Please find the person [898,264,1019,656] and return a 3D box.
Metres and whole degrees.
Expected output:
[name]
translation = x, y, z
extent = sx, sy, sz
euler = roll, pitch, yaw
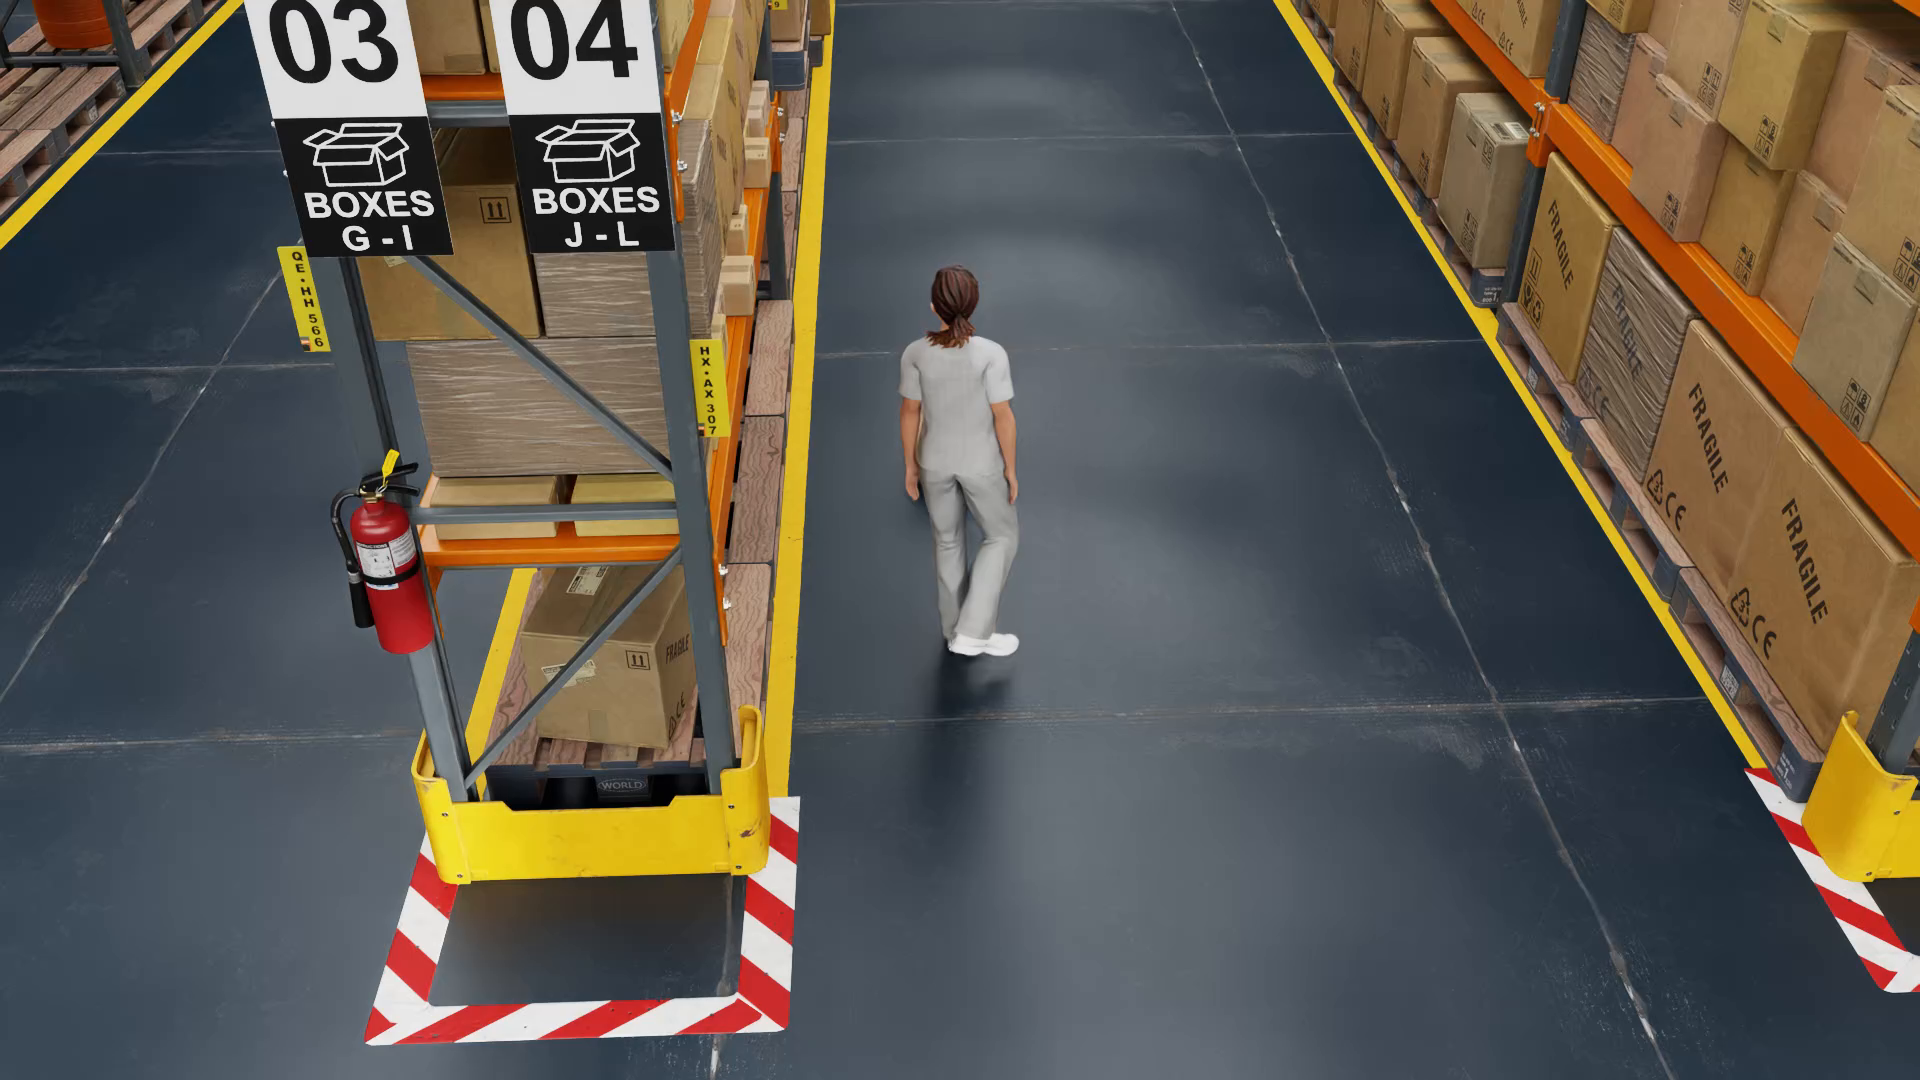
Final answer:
[person]
translation = 0.002, -0.236, 6.483
extent = 0.516, 1.667, 0.528
euler = 8, 36, 10
